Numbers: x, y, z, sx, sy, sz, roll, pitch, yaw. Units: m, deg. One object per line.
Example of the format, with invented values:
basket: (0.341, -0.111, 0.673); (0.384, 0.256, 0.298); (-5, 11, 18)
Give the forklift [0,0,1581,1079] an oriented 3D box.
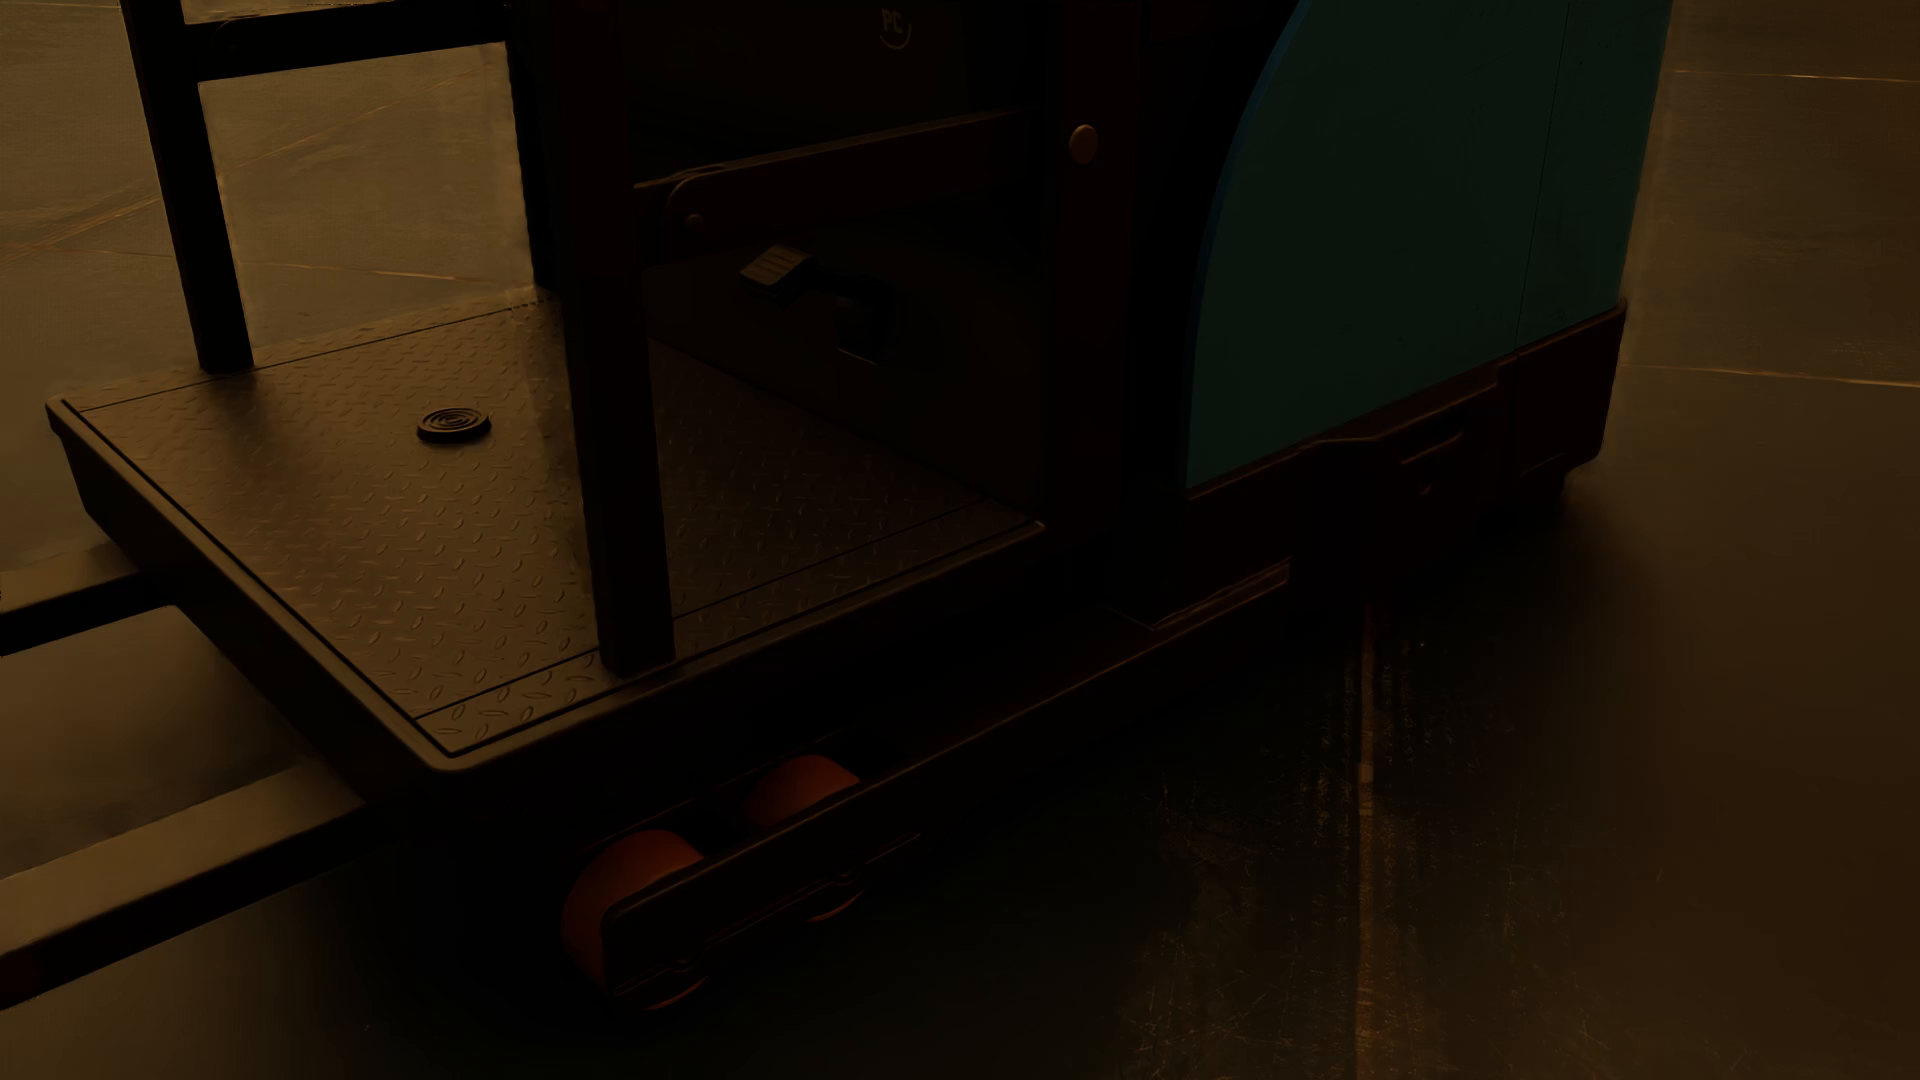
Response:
forklift: (-0.317, -1.082, 1.391); (1.130, 2.935, 3.031); (18, 32, 31)
